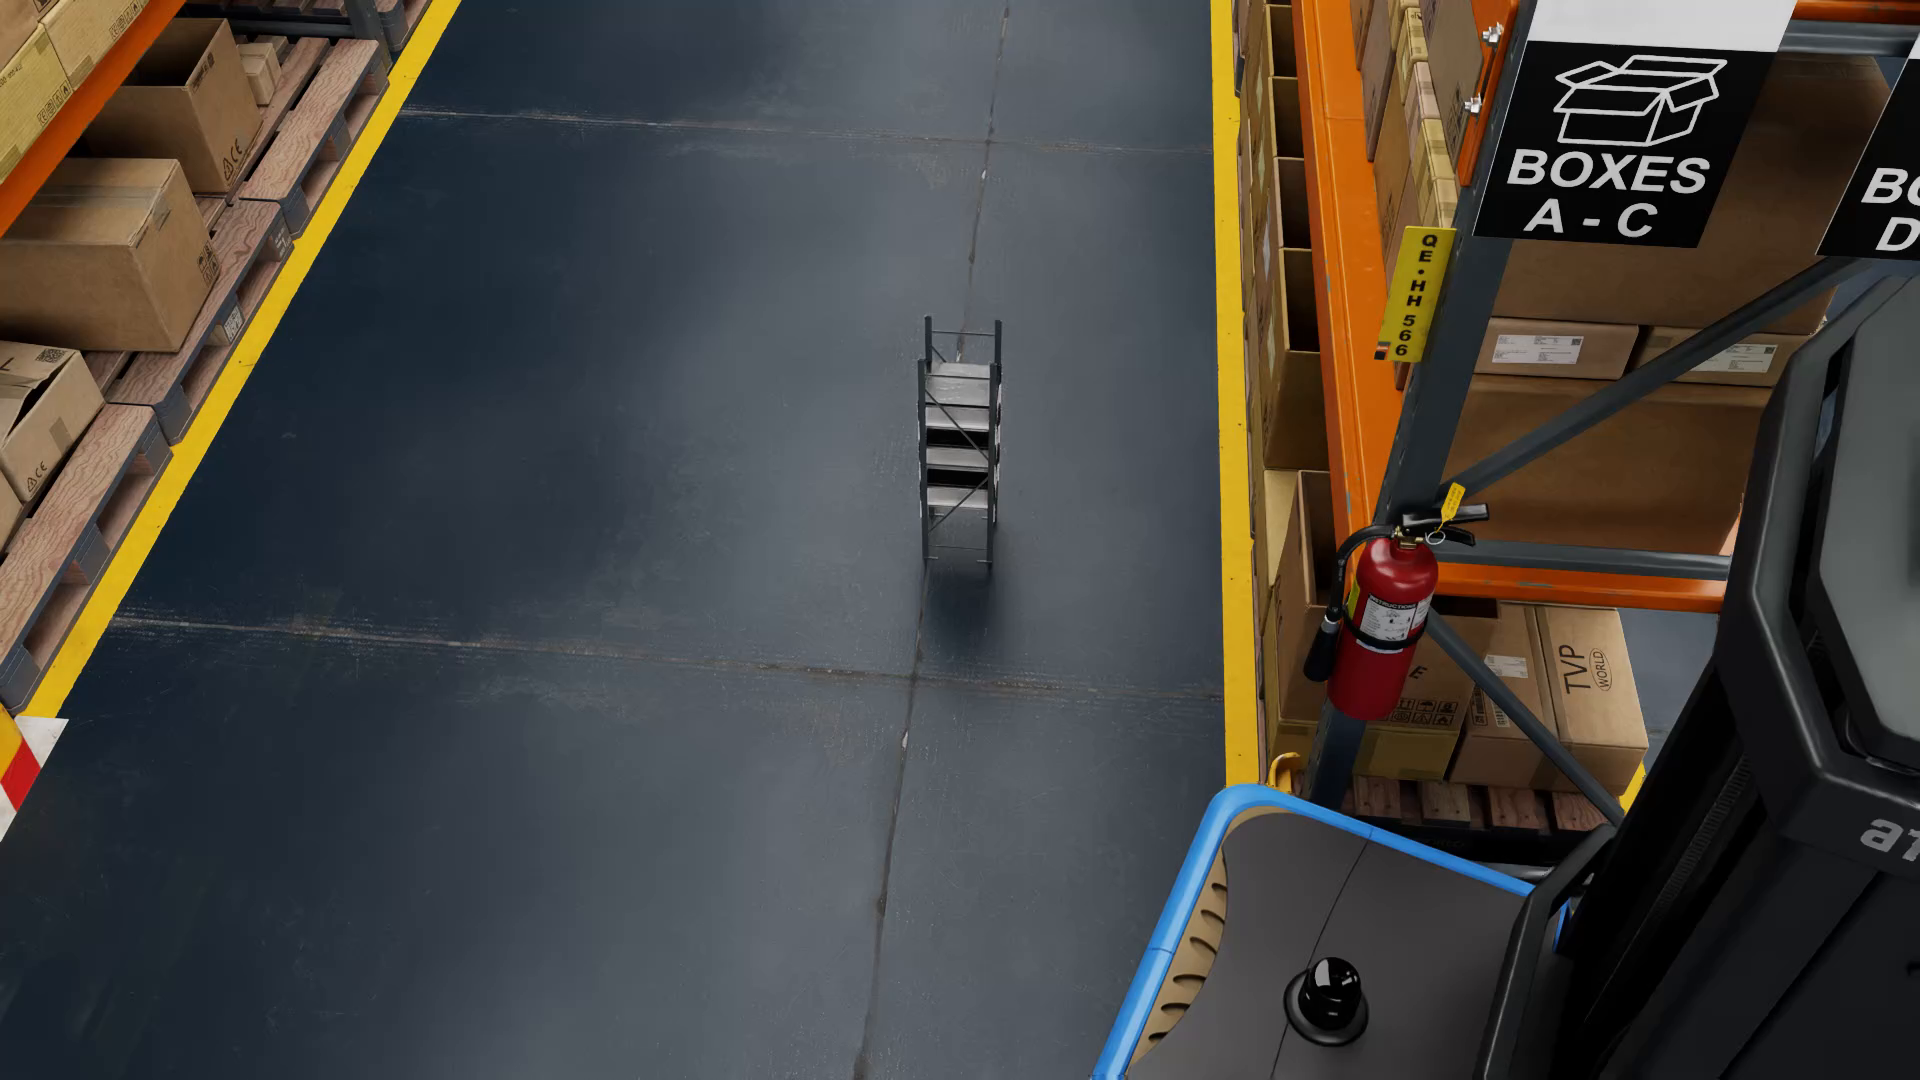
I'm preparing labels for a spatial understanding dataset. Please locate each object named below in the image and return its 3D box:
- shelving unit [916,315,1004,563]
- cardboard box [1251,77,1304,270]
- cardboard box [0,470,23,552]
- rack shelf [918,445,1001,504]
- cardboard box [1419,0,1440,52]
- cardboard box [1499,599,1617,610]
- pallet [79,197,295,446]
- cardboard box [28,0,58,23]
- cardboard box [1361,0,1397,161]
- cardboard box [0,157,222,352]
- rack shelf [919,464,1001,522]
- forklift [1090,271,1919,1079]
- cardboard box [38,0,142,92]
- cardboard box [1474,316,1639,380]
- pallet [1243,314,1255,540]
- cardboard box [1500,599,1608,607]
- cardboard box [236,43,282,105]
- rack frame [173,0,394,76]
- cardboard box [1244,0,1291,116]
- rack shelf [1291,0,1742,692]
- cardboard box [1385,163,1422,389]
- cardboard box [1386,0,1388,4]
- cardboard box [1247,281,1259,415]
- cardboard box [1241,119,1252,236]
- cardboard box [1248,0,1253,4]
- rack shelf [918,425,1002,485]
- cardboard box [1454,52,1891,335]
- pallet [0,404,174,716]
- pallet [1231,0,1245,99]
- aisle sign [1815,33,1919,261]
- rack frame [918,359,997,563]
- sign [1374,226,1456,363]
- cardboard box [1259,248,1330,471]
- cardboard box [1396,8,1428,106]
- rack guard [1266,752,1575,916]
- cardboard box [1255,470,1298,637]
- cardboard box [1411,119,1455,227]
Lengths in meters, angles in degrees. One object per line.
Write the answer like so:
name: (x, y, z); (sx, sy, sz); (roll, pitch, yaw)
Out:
shelving unit: (0.001, -0.310, 5.423); (0.258, 0.900, 0.210); (4, 48, 4)
cardboard box: (1.335, -1.302, 5.979); (0.500, 0.500, 0.500); (4, 48, 4)
cardboard box: (-3.366, -0.024, 5.263); (0.500, 0.311, 0.500); (-1, 48, -1)
rack shelf: (0.001, -0.226, 5.514); (0.258, 0.077, 0.200); (4, 48, 4)
cardboard box: (1.563, -1.560, 4.197); (0.700, 0.500, 0.500); (4, 48, 4)
cardboard box: (1.727, 0.089, 5.215); (0.500, 0.250, 0.500); (4, 48, 4)
pallet: (-3.288, -0.884, 6.416); (1.003, 0.211, 1.213); (4, 48, 4)
cardboard box: (-3.032, -1.943, 5.074); (0.500, 0.500, 0.500); (5, 48, 5)
cardboard box: (1.609, -1.464, 4.989); (0.700, 0.500, 0.500); (5, 48, 5)
cardboard box: (-3.197, -1.043, 6.067); (0.700, 0.500, 0.500); (1, 48, 1)
rack shelf: (0.001, -0.166, 5.581); (0.258, 0.077, 0.200); (4, 48, 4)
forklift: (1.756, 1.055, 2.799); (3.031, 2.935, 1.130); (19, 50, 17)
cardboard box: (-3.024, -1.702, 5.362); (0.500, 0.250, 0.500); (4, 48, 4)
cardboard box: (1.260, -0.497, 3.664); (0.380, 0.149, 0.250); (3, 48, 3)
pallet: (1.557, -0.468, 6.035); (1.003, 0.211, 1.213); (4, 48, 4)
cardboard box: (1.729, -0.164, 4.938); (0.500, 0.500, 0.500); (4, 48, 4)
cardboard box: (-3.173, -2.017, 7.184); (0.380, 0.166, 0.250); (-2, 48, -2)
rack frame: (-3.154, -3.220, 6.662); (1.000, 3.000, 0.127); (4, 48, 4)
cardboard box: (1.426, -2.037, 6.651); (0.500, 0.500, 0.500); (4, 48, 4)
rack shelf: (1.597, -1.177, 5.282); (1.077, 0.370, 4.000); (4, 48, 4)
cardboard box: (1.514, -0.713, 4.301); (0.700, 0.500, 0.500); (5, 48, 5)
cardboard box: (1.399, -1.637, 4.707); (0.380, 0.149, 0.250); (3, 48, 3)
cardboard box: (1.295, -0.681, 5.919); (0.500, 0.250, 0.500); (4, 48, 4)
cardboard box: (1.385, -1.416, 6.591); (0.500, 0.250, 0.500); (4, 48, 4)
cardboard box: (1.531, -2.610, 7.303); (0.500, 0.311, 0.500); (4, 48, 4)
rack shelf: (0.001, -0.287, 5.448); (0.258, 0.077, 0.200); (4, 48, 4)
cardboard box: (1.475, -0.803, 3.505); (0.700, 0.500, 0.500); (4, 48, 4)
pallet: (-3.402, 0.010, 5.598); (1.003, 0.211, 1.213); (4, 48, 4)
pallet: (1.808, -2.493, 7.887); (1.003, 0.211, 1.213); (4, 48, 4)
aisle sign: (1.714, -0.759, 2.650); (0.394, 0.787, 0.004); (4, 48, 4)
rack frame: (-0.009, -0.235, 5.355); (0.240, 0.900, 0.006); (4, 48, 4)
sign: (0.876, -0.468, 3.200); (0.100, 0.325, 0.005); (4, 48, 4)
cardboard box: (1.244, -0.567, 5.307); (0.500, 0.500, 0.500); (4, 48, 4)
cardboard box: (1.355, -1.255, 4.357); (0.380, 0.149, 0.250); (5, 48, 5)
rack guard: (1.413, 0.911, 4.578); (1.175, 0.500, 0.348); (4, 48, 4)
cardboard box: (1.203, 0.054, 5.247); (0.500, 0.250, 0.500); (4, 48, 4)
cardboard box: (1.306, -0.877, 4.012); (0.380, 0.149, 0.250); (3, 48, 3)
